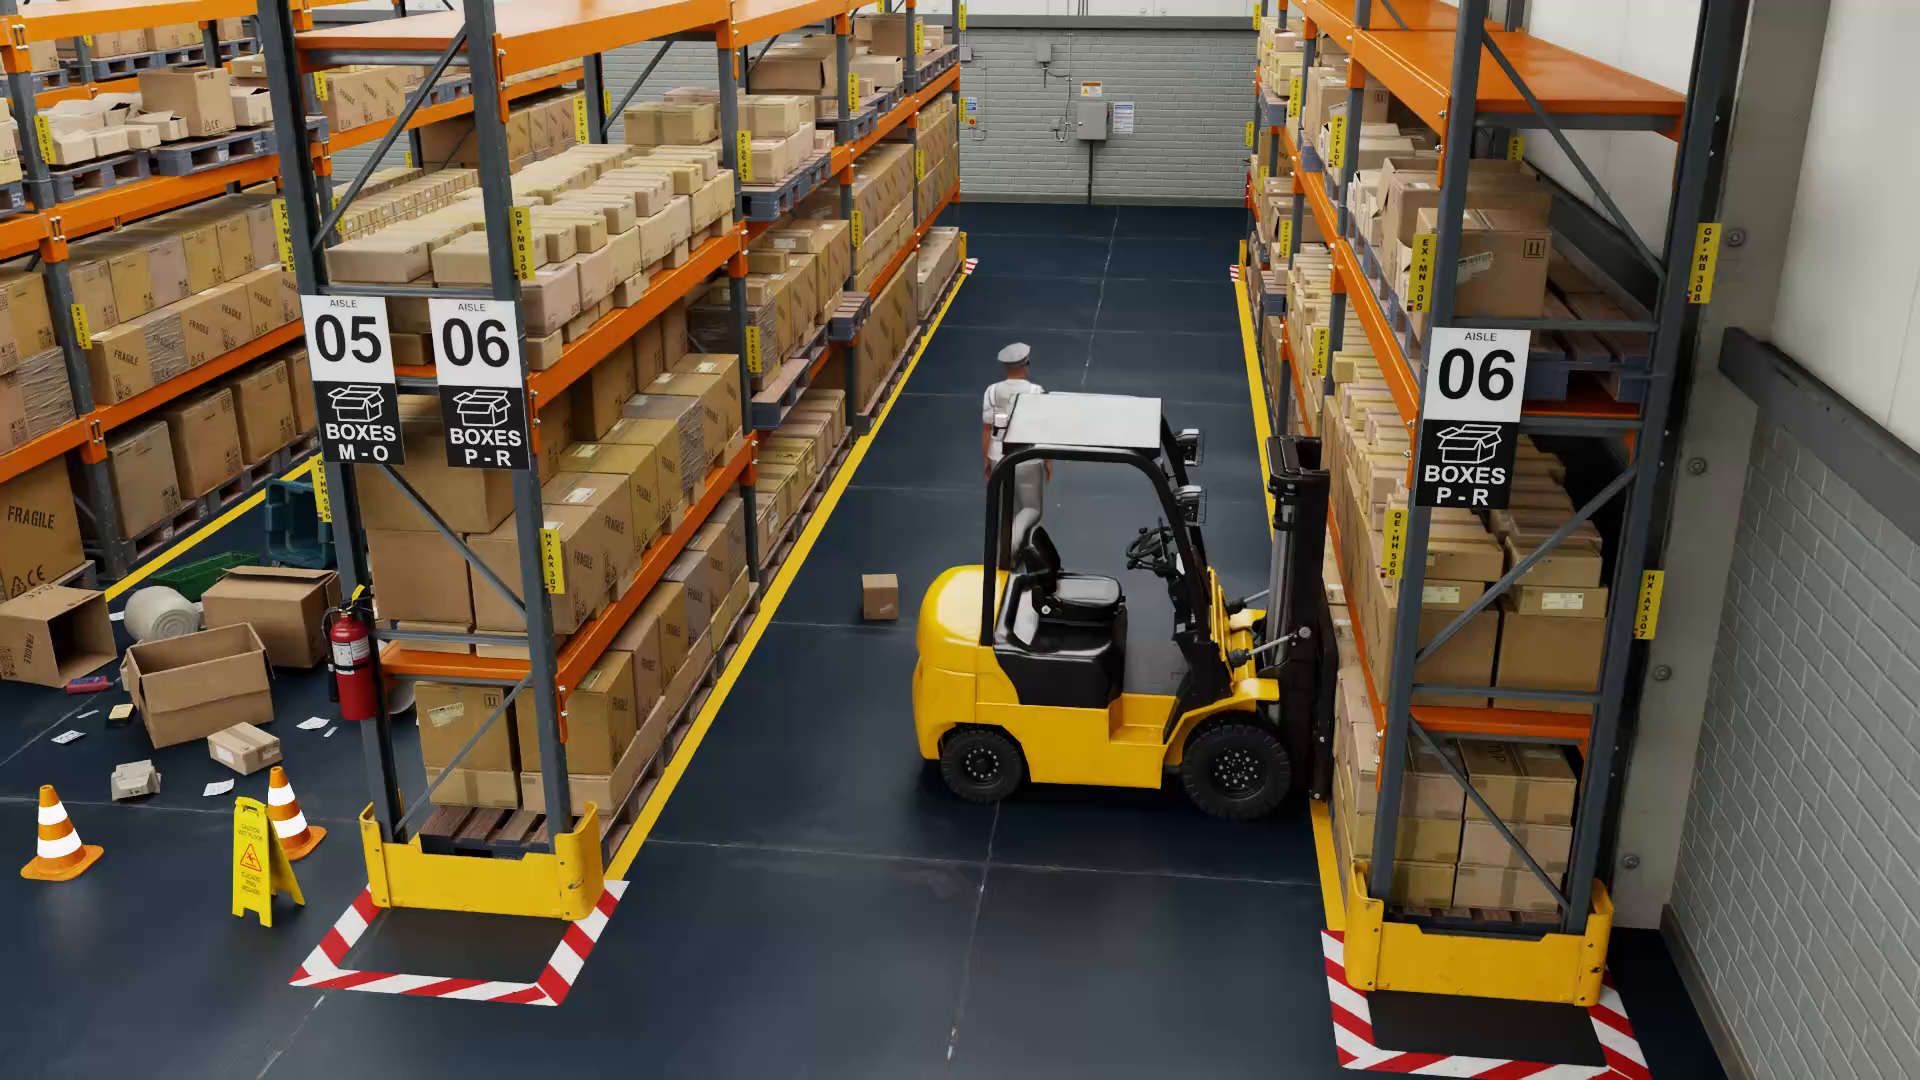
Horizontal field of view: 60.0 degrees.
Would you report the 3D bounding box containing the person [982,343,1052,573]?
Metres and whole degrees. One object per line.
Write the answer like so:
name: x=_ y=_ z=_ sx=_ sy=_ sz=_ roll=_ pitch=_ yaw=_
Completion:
person: x=0.422 y=-0.604 z=12.580 sx=0.549 sy=1.738 sz=0.836 roll=8 pitch=23 yaw=21
